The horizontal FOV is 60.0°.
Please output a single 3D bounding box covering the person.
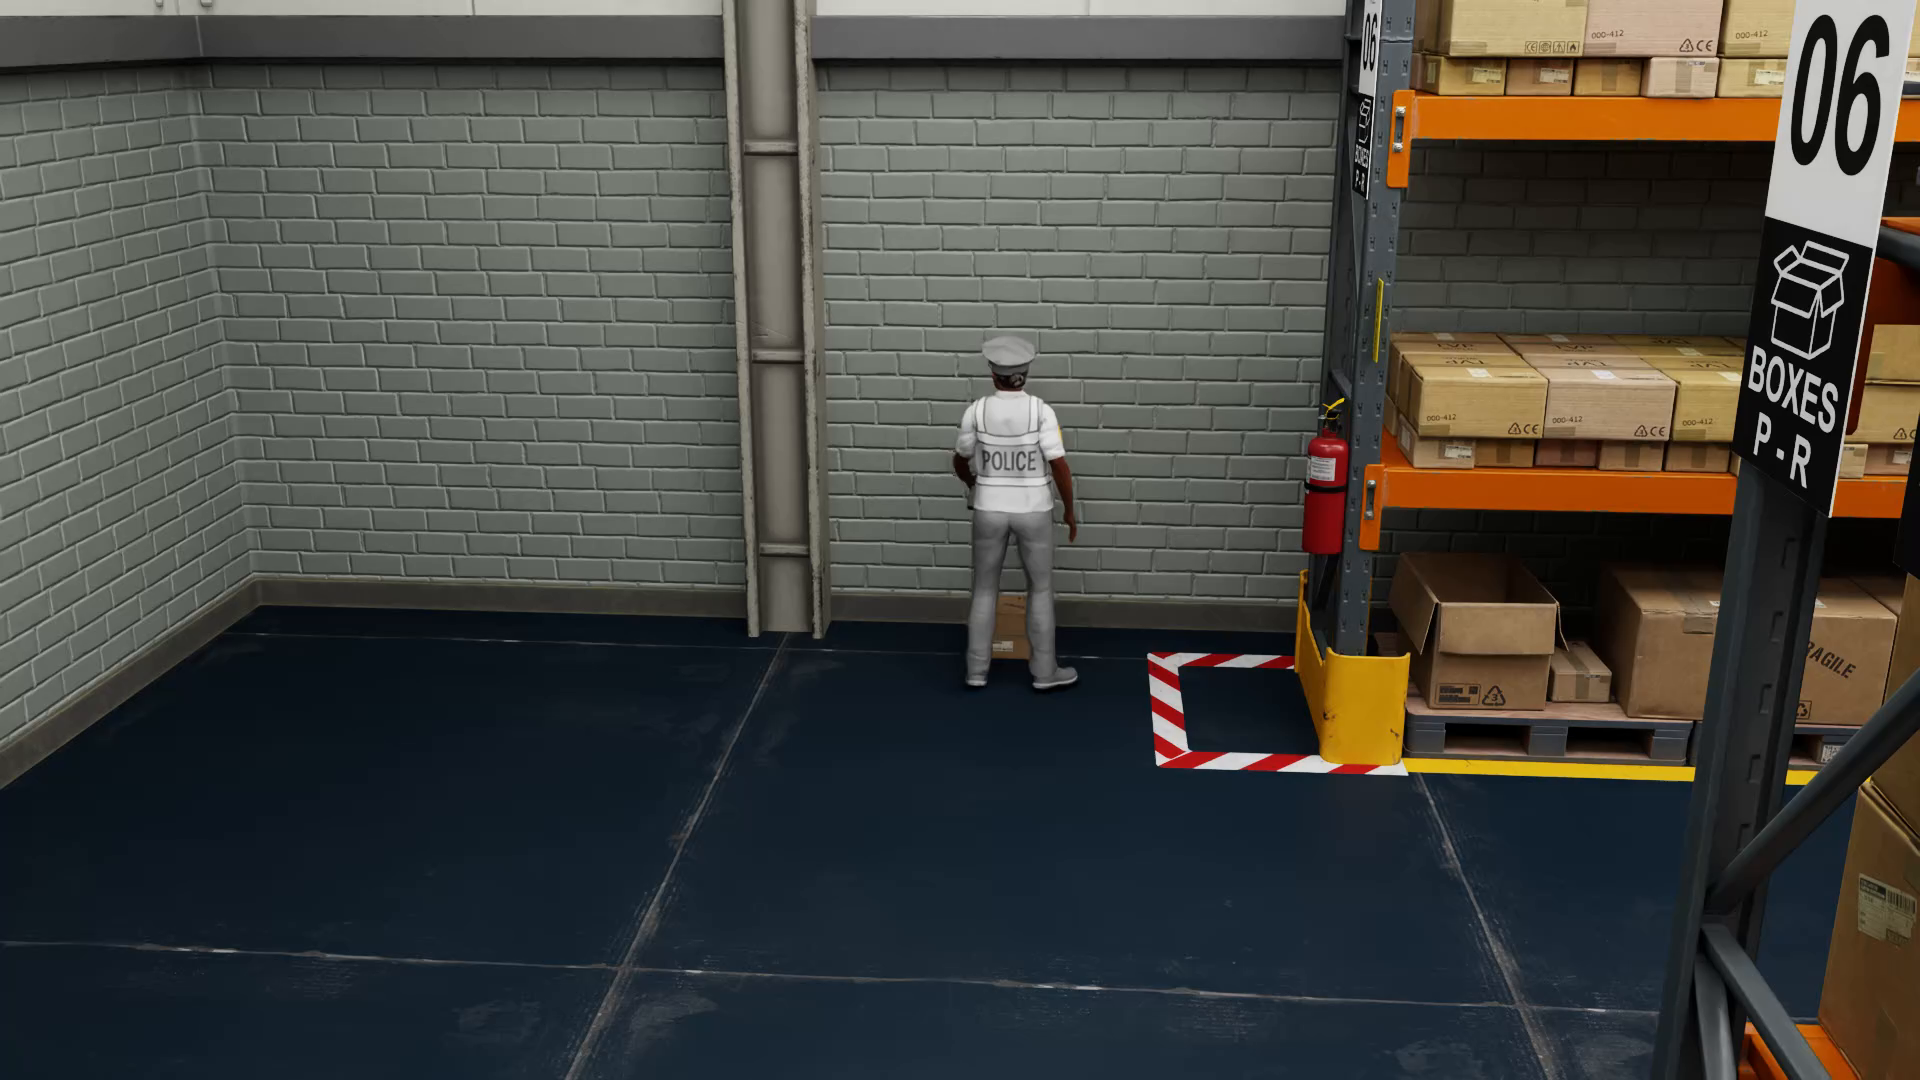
[{"bbox_3d":[0.273,-0.122,7.897,0.609,1.719,0.496,3,18,8],"label":"person"}]
